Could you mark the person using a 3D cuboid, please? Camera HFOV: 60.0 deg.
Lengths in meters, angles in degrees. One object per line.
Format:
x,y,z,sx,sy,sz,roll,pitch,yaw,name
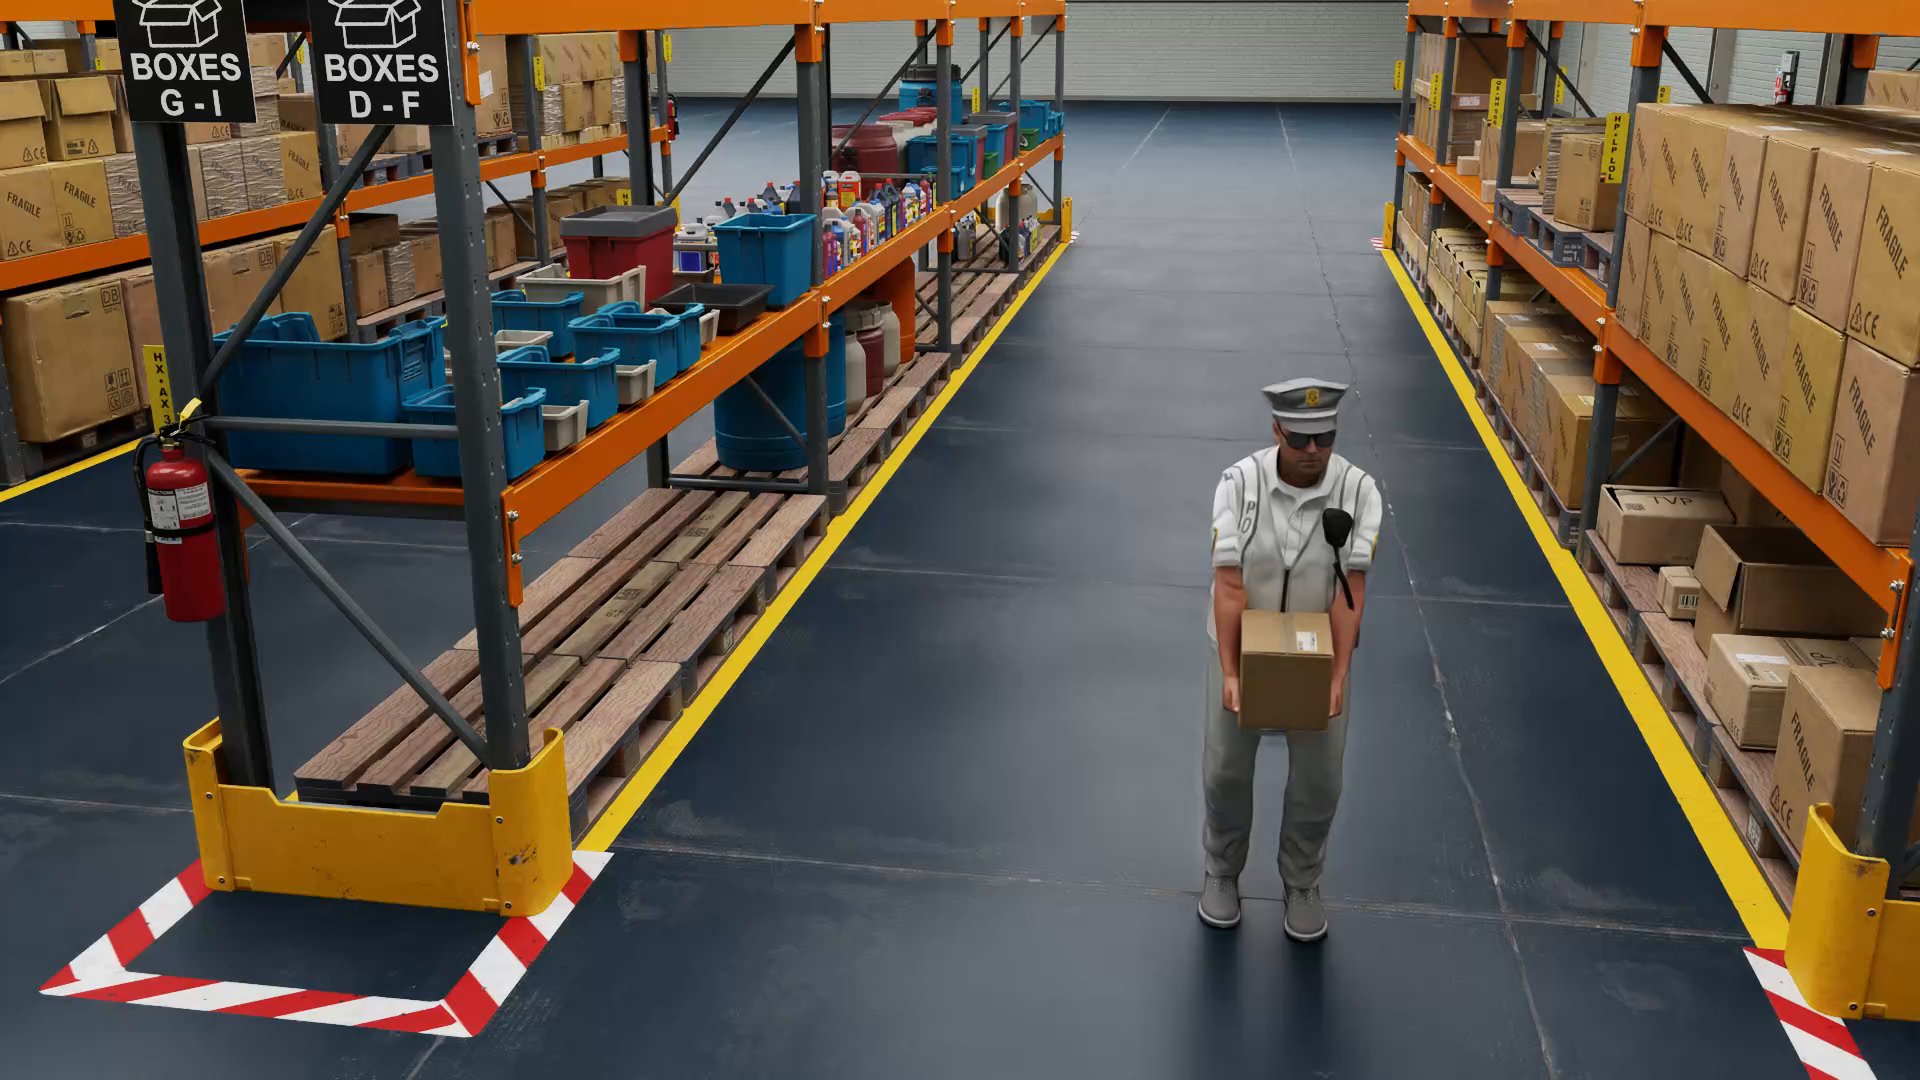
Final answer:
0.973,0.364,4.953,0.485,1.732,0.571,3,18,8,person
